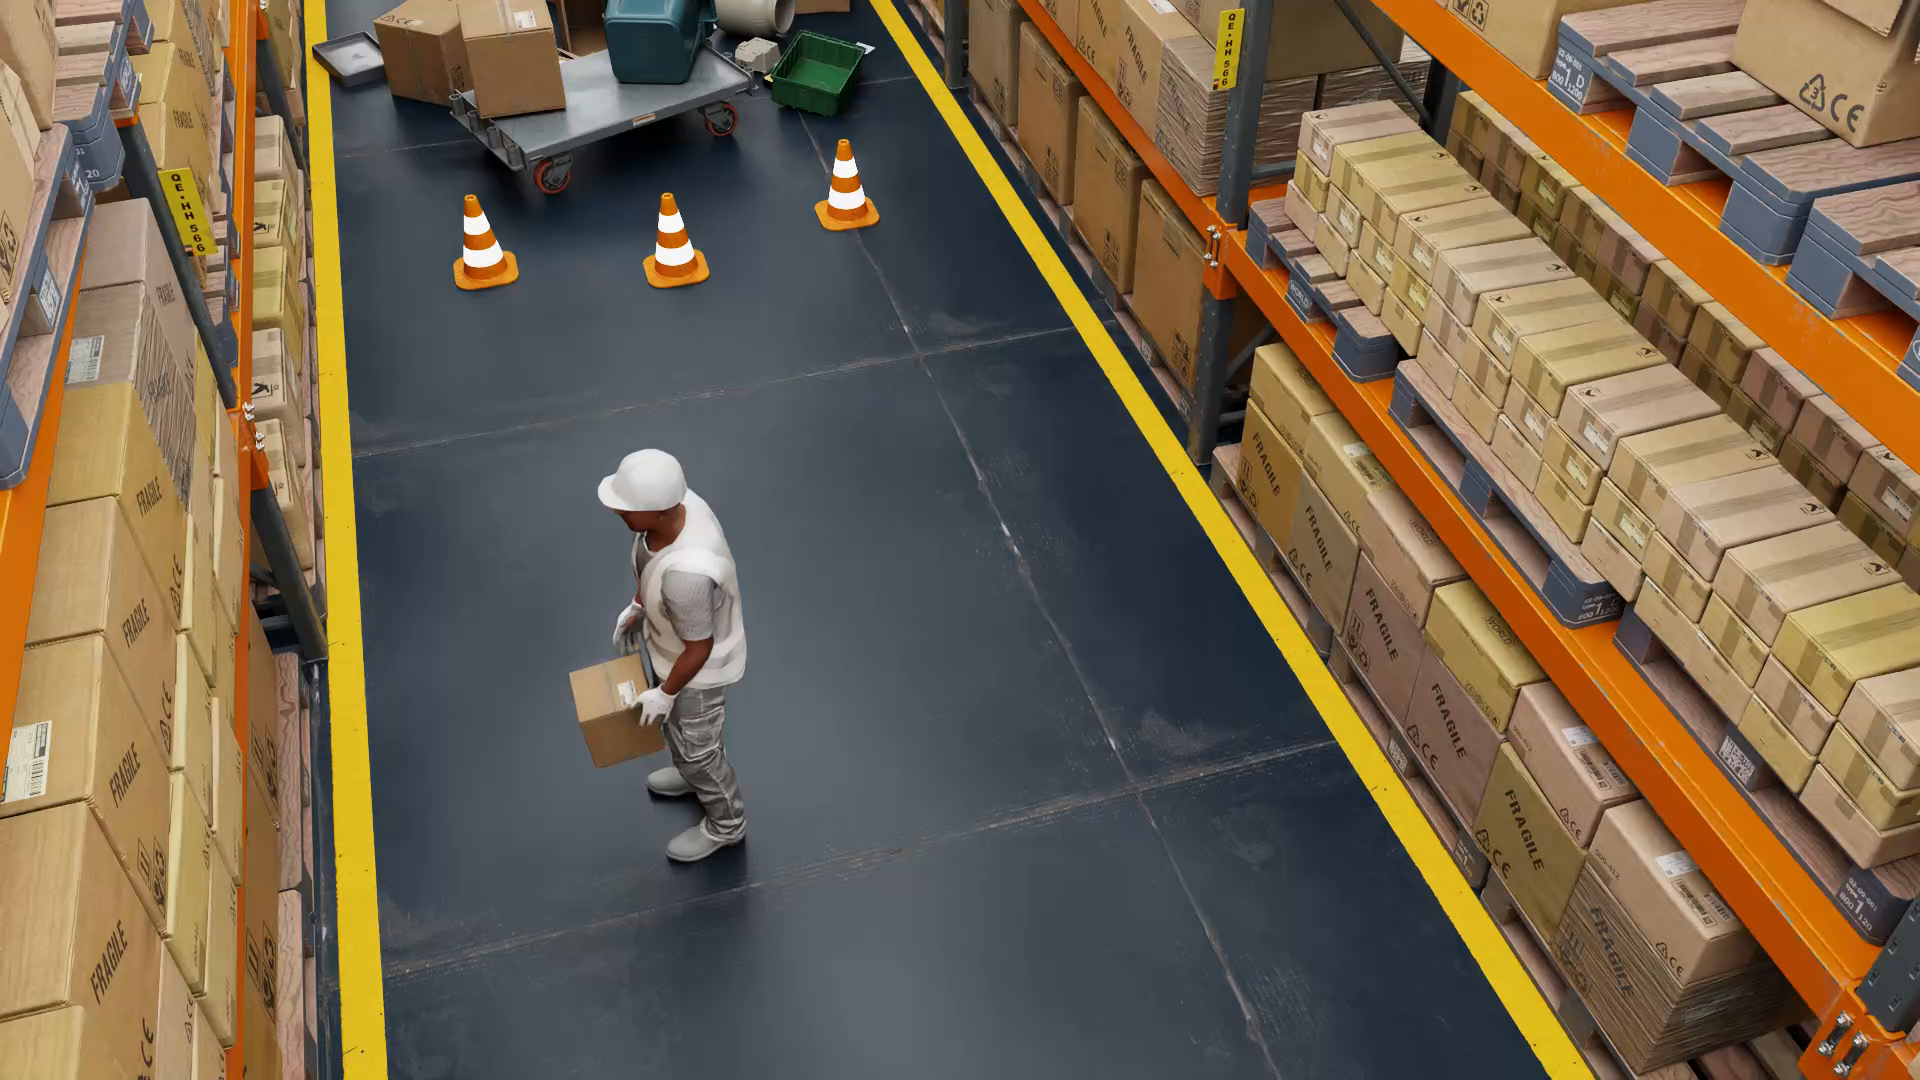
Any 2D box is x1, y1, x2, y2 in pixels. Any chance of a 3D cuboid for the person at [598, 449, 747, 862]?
[{"bbox_3d":[-0.954,0.392,5.707,0.430,1.784,0.565,-13,43,-14],"label":"person"}]
